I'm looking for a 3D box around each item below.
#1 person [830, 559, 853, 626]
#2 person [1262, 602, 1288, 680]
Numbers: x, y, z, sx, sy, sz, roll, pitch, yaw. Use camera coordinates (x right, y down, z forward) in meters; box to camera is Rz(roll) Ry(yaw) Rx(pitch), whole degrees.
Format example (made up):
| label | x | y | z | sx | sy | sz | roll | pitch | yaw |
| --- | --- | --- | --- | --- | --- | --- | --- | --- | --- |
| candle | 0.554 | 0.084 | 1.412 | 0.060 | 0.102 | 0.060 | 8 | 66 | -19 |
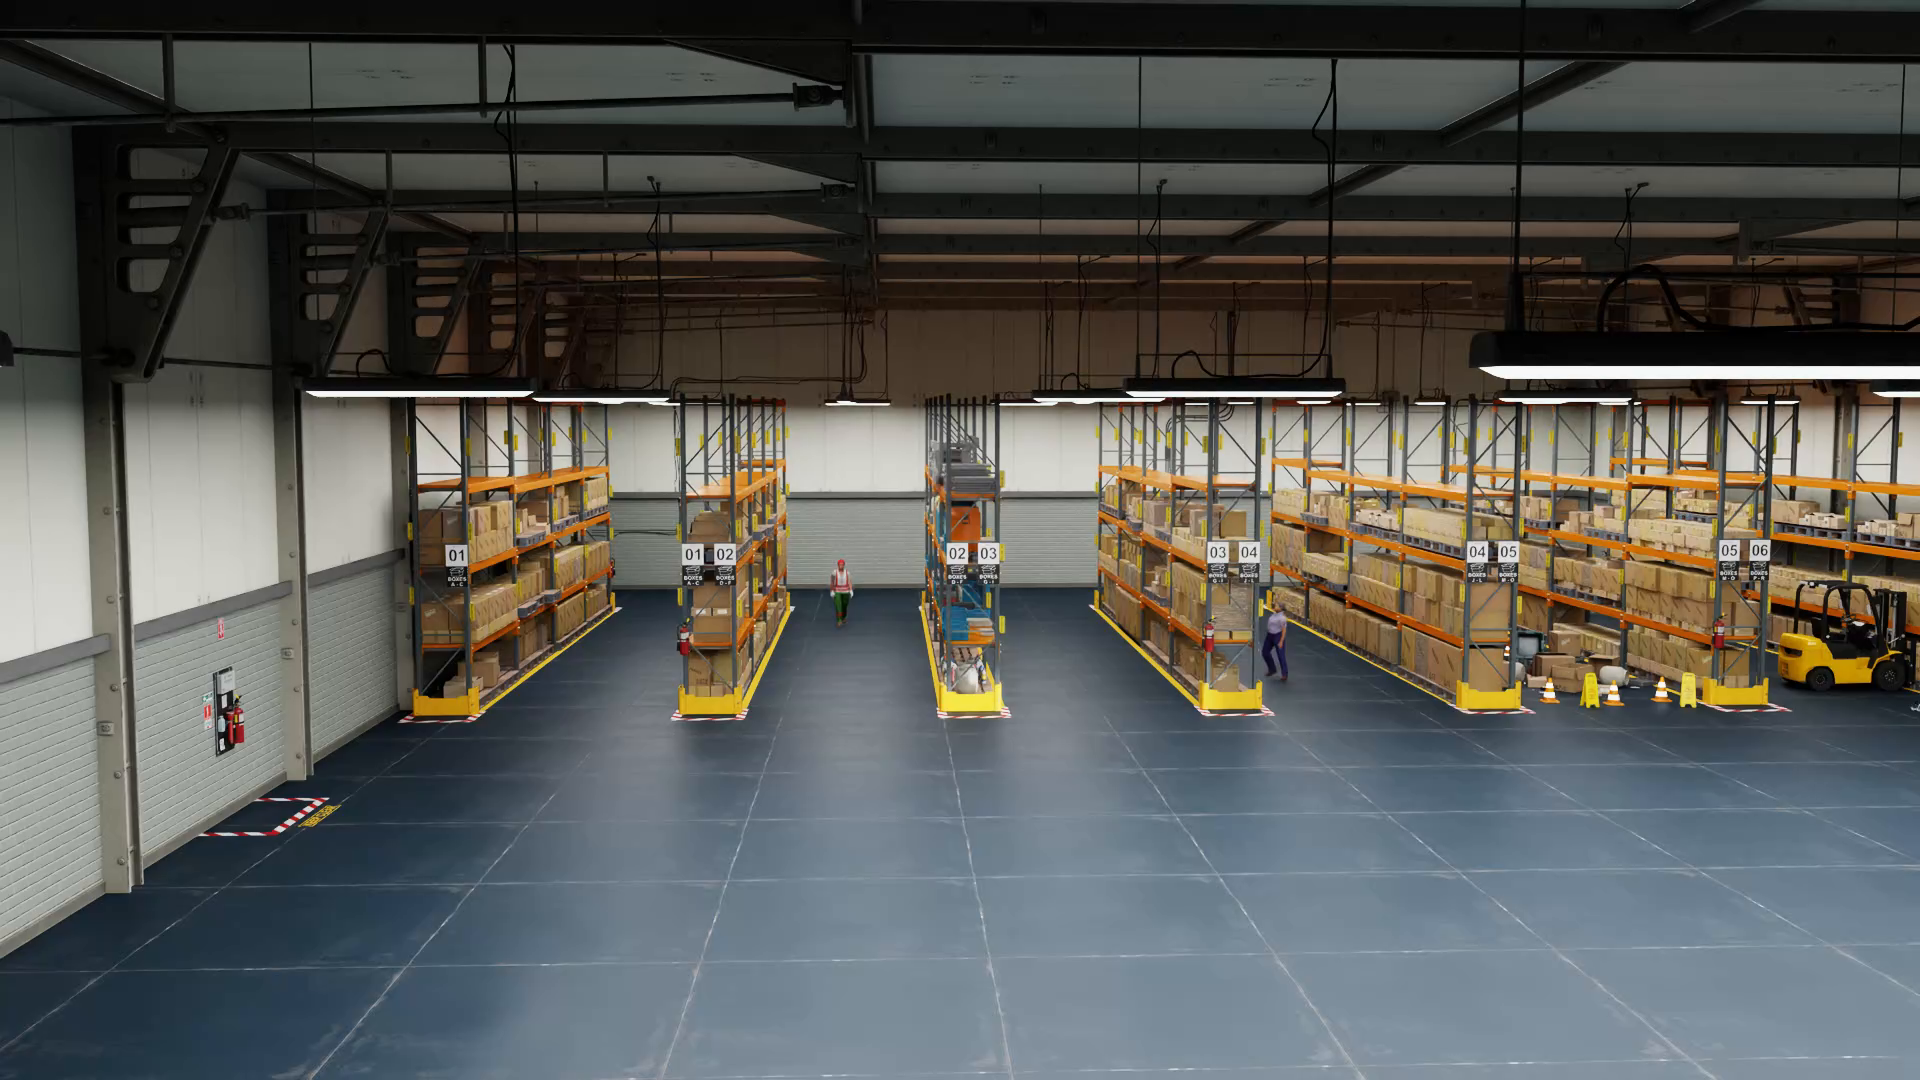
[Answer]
| label | x | y | z | sx | sy | sz | roll | pitch | yaw |
| --- | --- | --- | --- | --- | --- | --- | --- | --- | --- |
| person | -3.112 | 1.379 | 43.740 | 0.601 | 1.736 | 1.051 | 0 | 5 | -5 |
| person | 6.709 | 2.141 | 35.197 | 0.351 | 1.668 | 0.635 | -3 | 5 | -33 |
